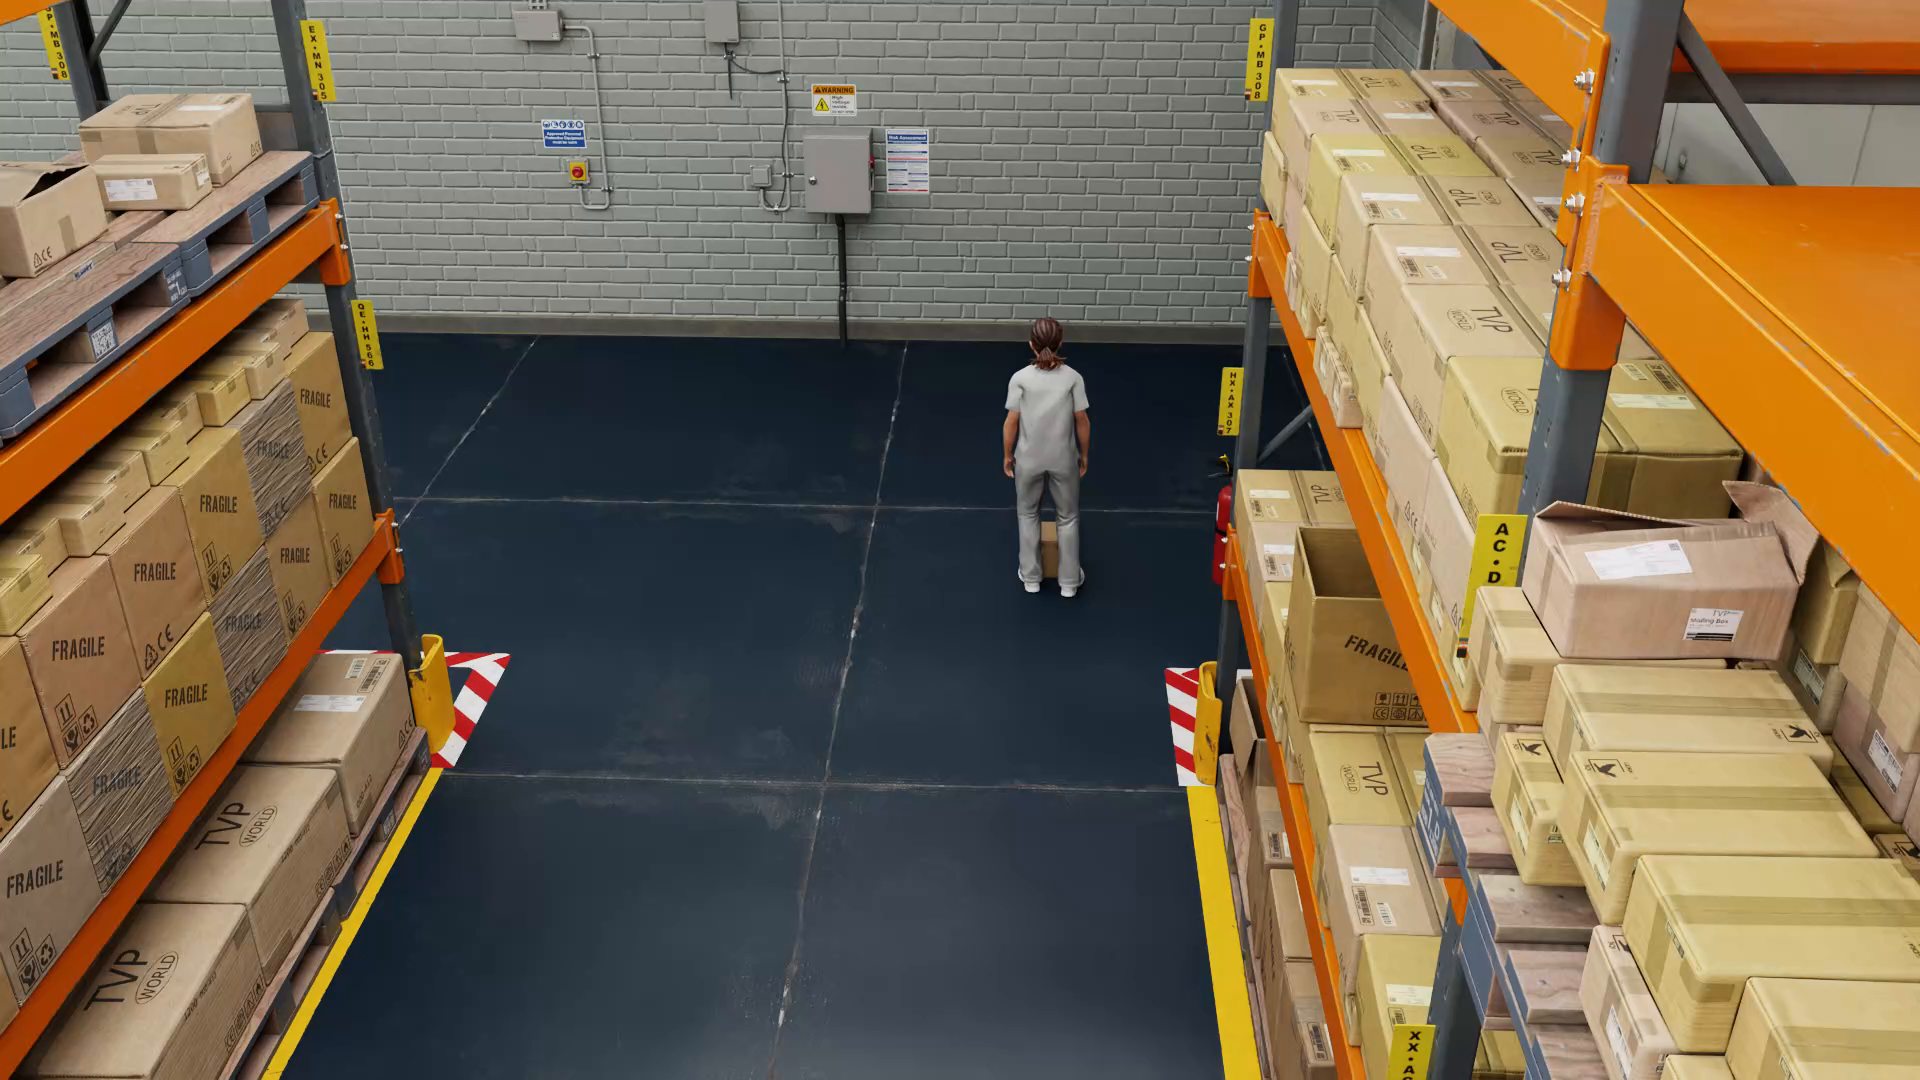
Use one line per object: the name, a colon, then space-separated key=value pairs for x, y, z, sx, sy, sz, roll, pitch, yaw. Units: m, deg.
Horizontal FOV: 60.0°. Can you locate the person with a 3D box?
person: x=0.494 y=-0.467 z=9.498 sx=0.497 sy=1.672 sz=0.405 roll=1 pitch=28 yaw=1
